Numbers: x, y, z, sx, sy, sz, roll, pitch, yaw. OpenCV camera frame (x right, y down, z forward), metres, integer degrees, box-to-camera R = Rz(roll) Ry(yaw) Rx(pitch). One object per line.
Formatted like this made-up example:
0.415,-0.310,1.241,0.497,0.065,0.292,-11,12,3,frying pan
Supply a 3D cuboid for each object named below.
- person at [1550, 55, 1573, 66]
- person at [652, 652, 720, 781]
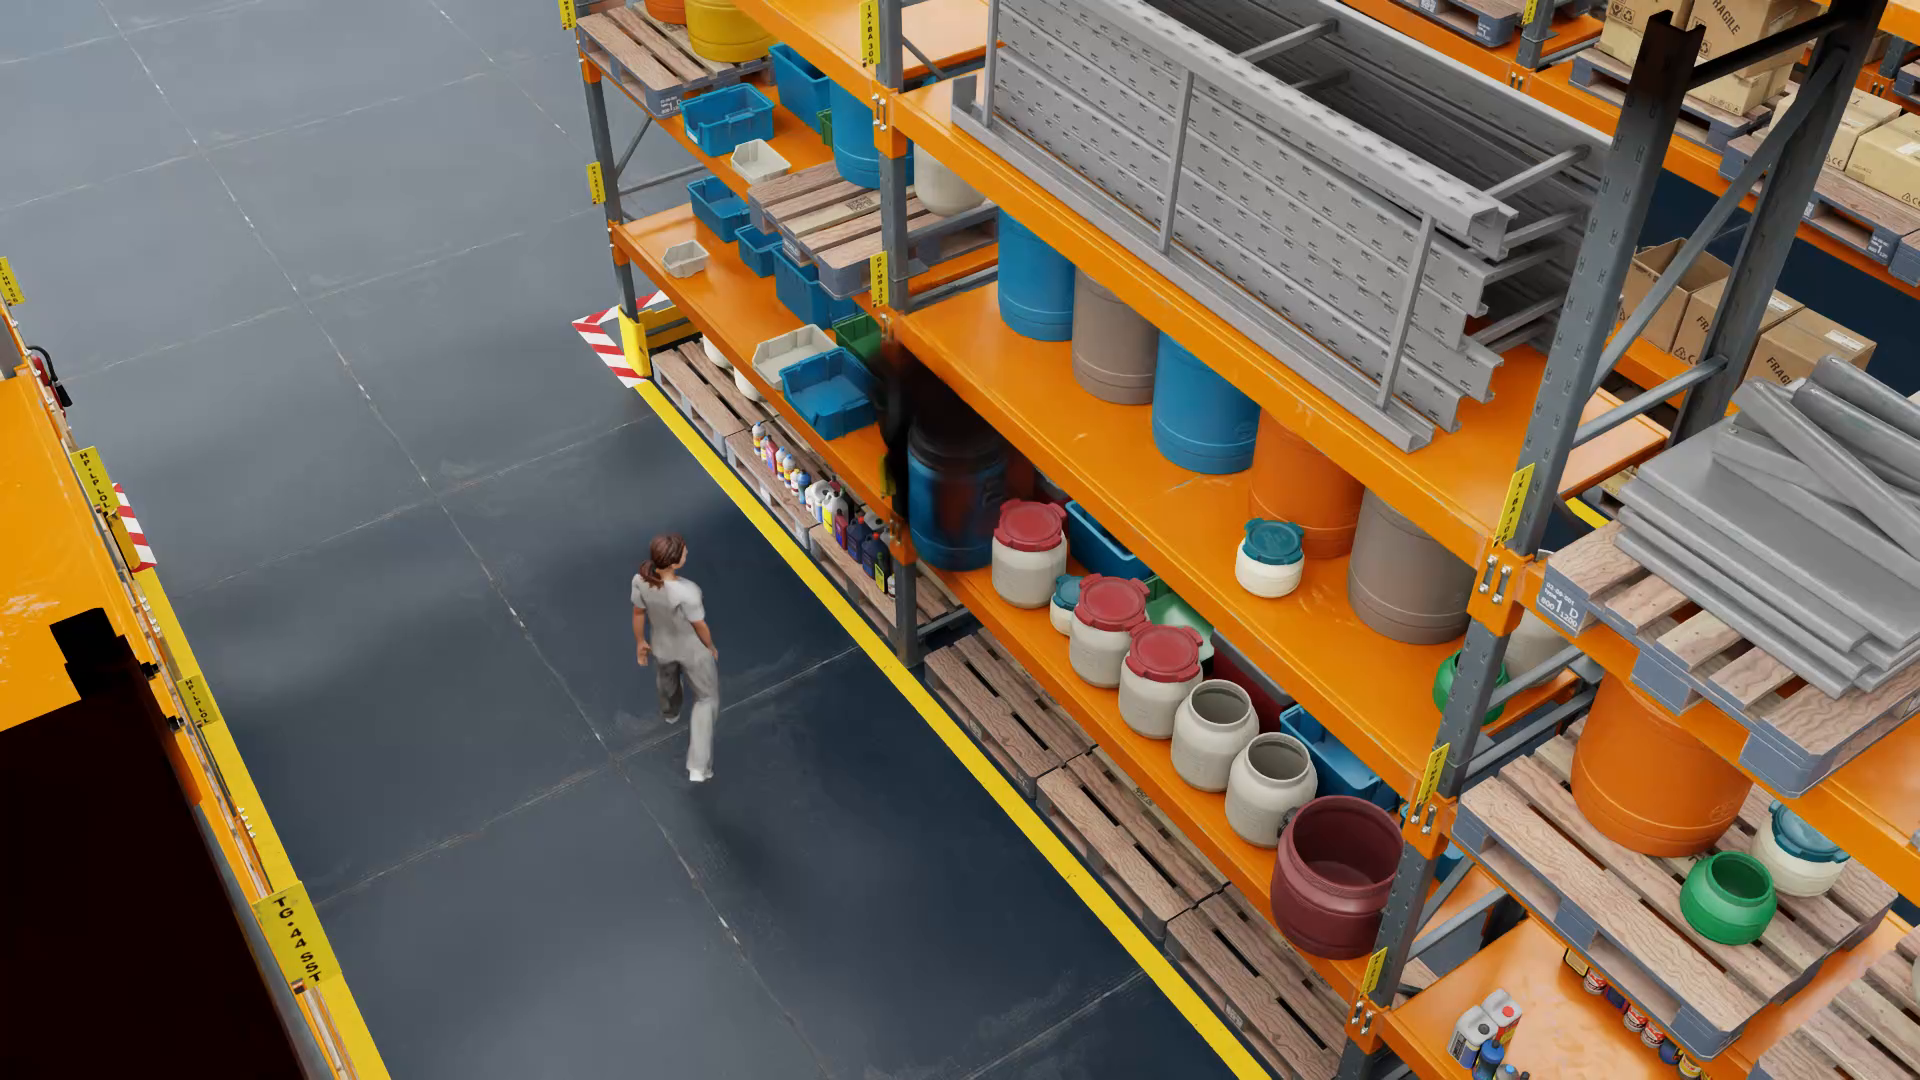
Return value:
5.070,-3.910,14.730,0.669,1.779,0.524,8,43,9,person
-1.628,0.772,9.608,0.480,1.238,0.829,7,43,8,person
